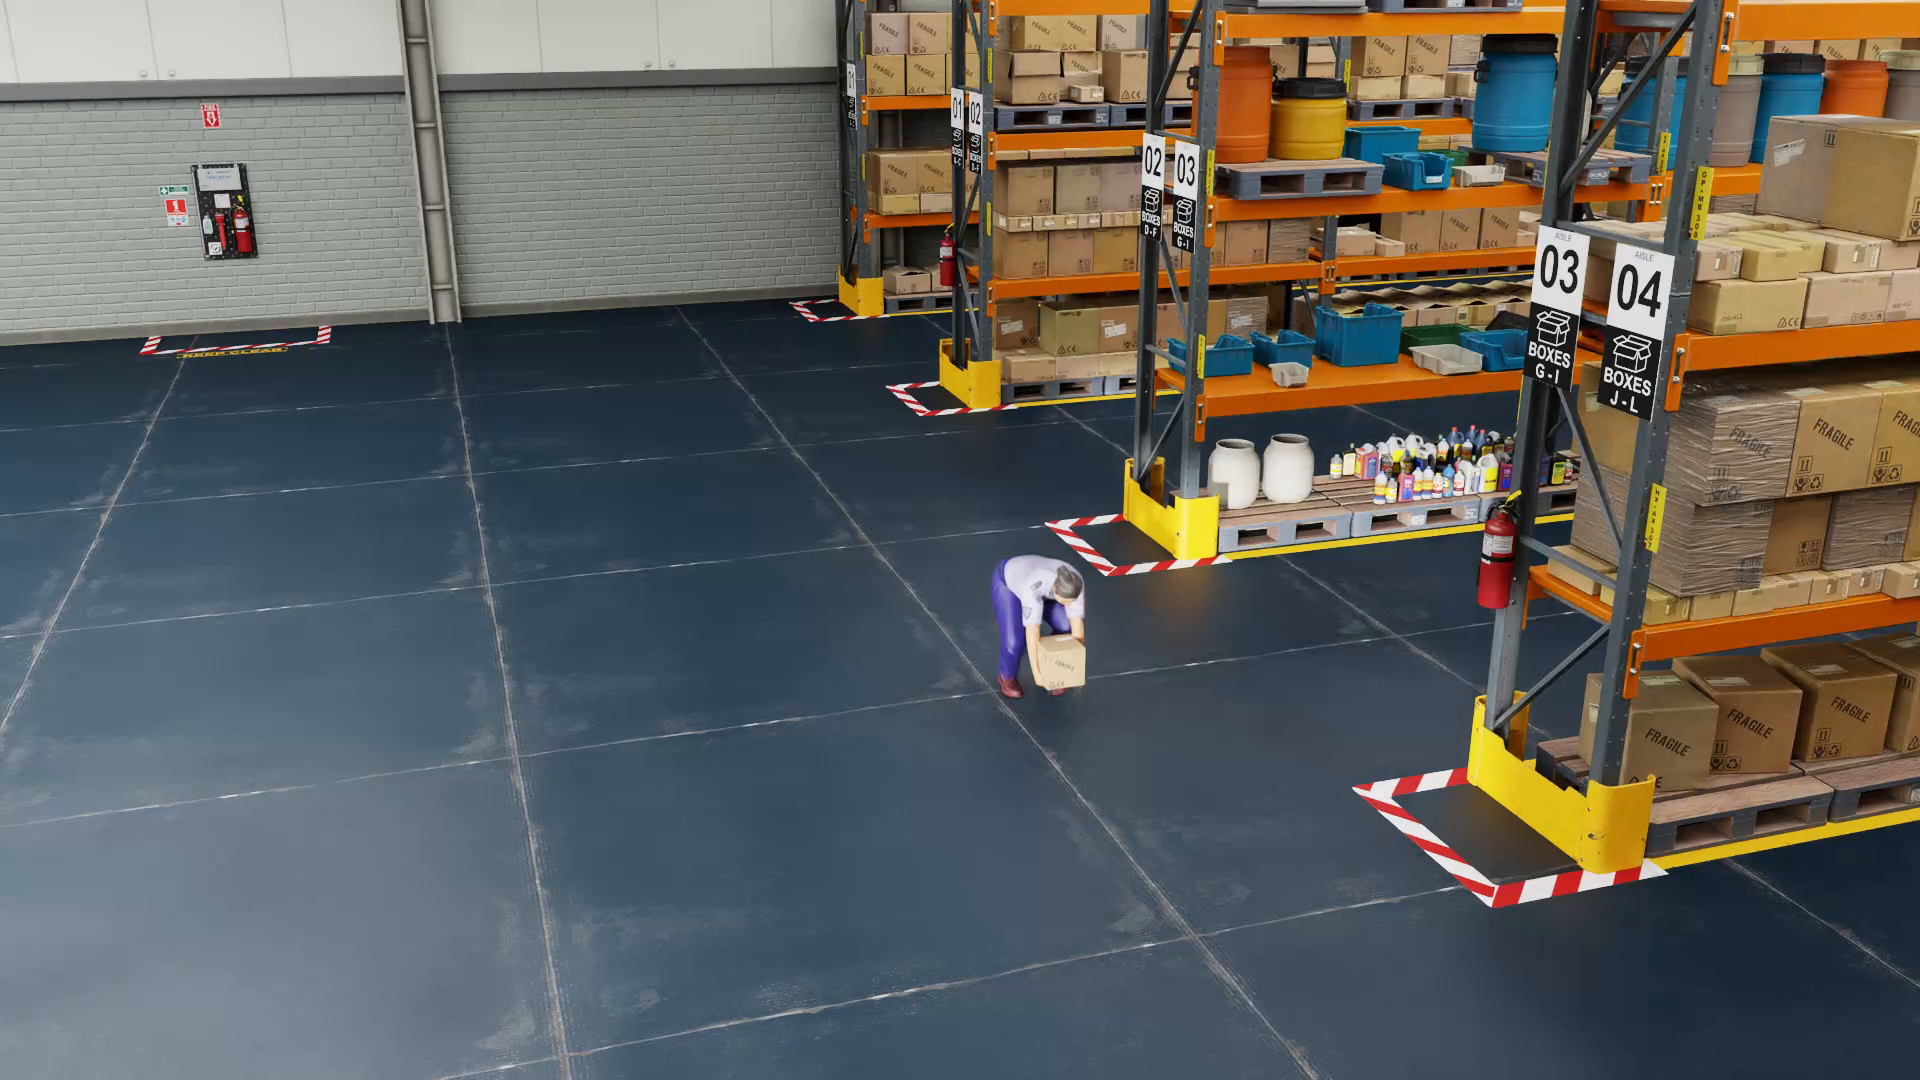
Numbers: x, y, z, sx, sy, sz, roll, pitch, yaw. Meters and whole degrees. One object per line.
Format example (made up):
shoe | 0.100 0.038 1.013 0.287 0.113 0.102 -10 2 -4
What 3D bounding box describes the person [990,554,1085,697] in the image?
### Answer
person | 0.510 0.543 10.549 0.505 0.987 0.892 -7 21 -20
